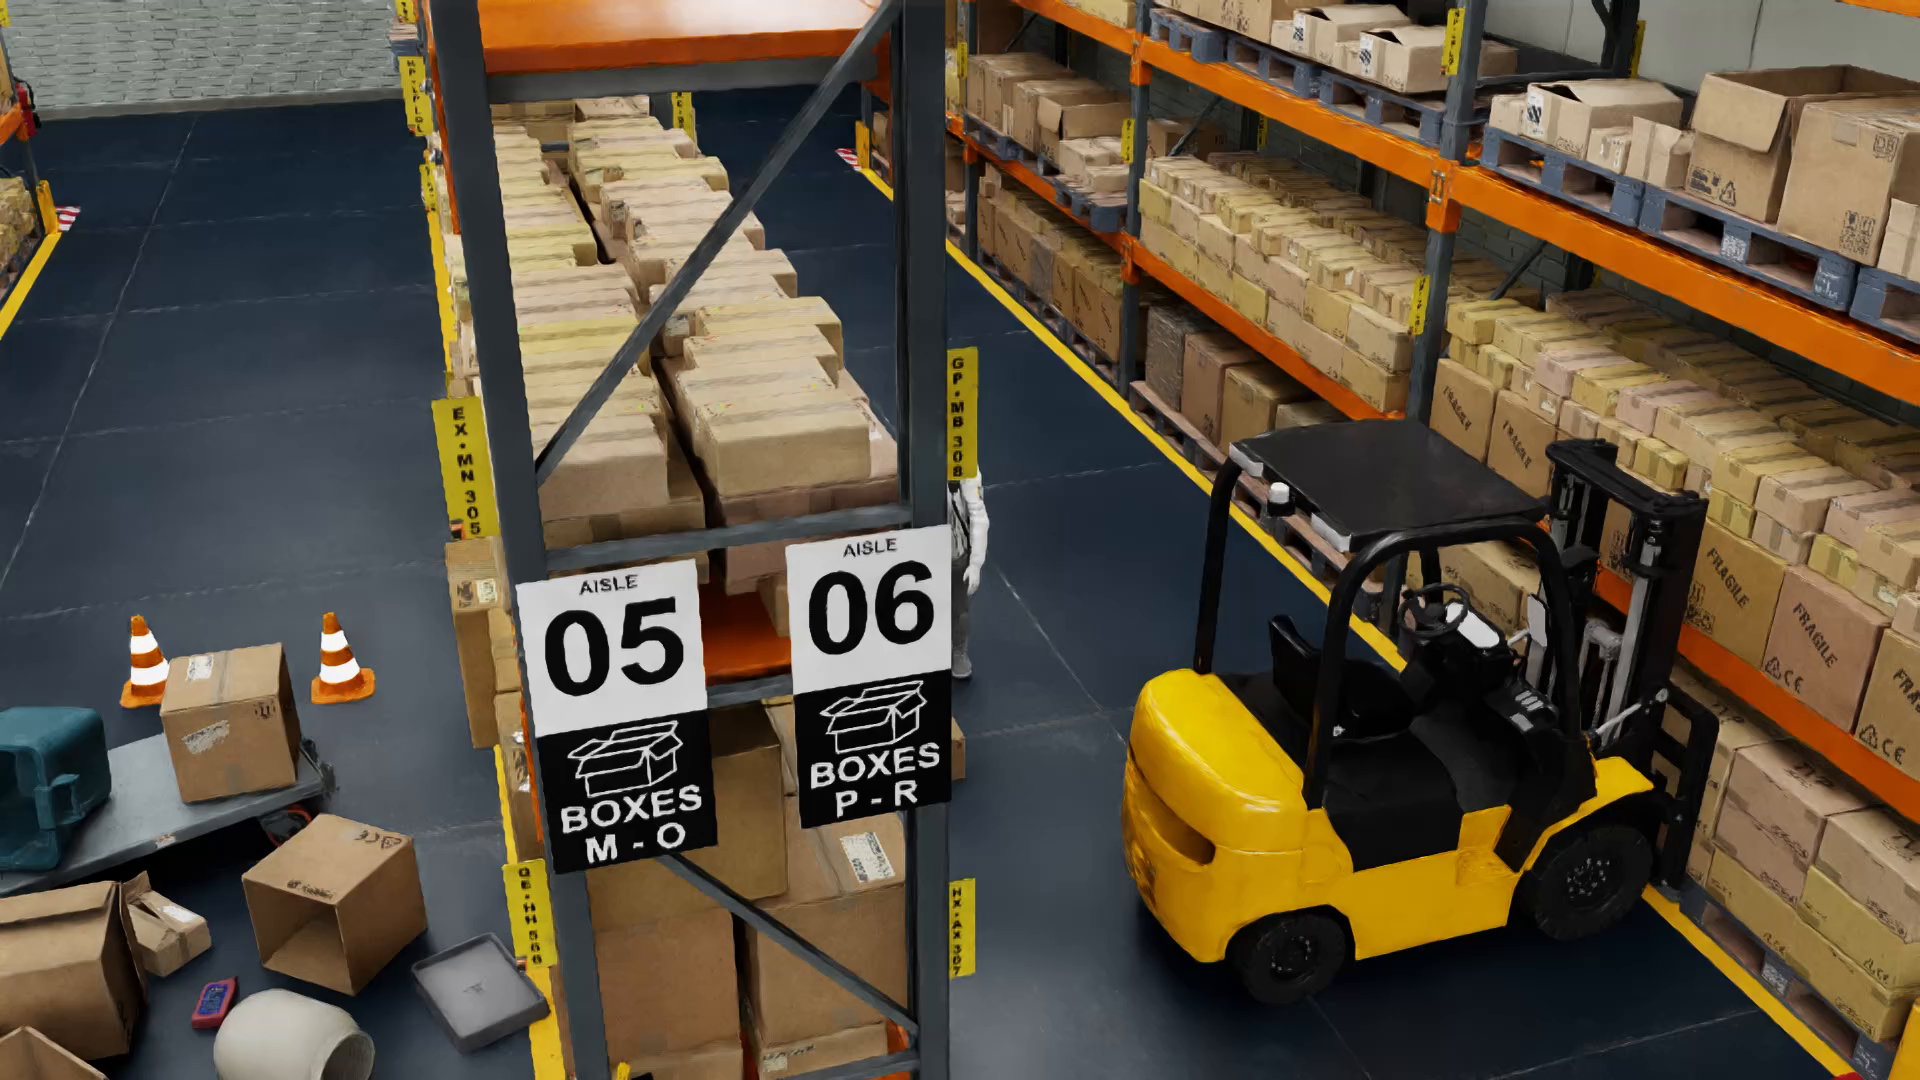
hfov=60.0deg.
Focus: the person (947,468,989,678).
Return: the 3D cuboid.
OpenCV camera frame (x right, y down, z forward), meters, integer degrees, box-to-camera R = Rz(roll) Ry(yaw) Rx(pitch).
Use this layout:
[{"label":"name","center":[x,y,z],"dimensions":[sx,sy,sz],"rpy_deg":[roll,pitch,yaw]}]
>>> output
[{"label":"person","center":[-0.115,0.108,8.841],"dimensions":[0.527,1.656,0.870],"rpy_deg":[4,27,7]}]
